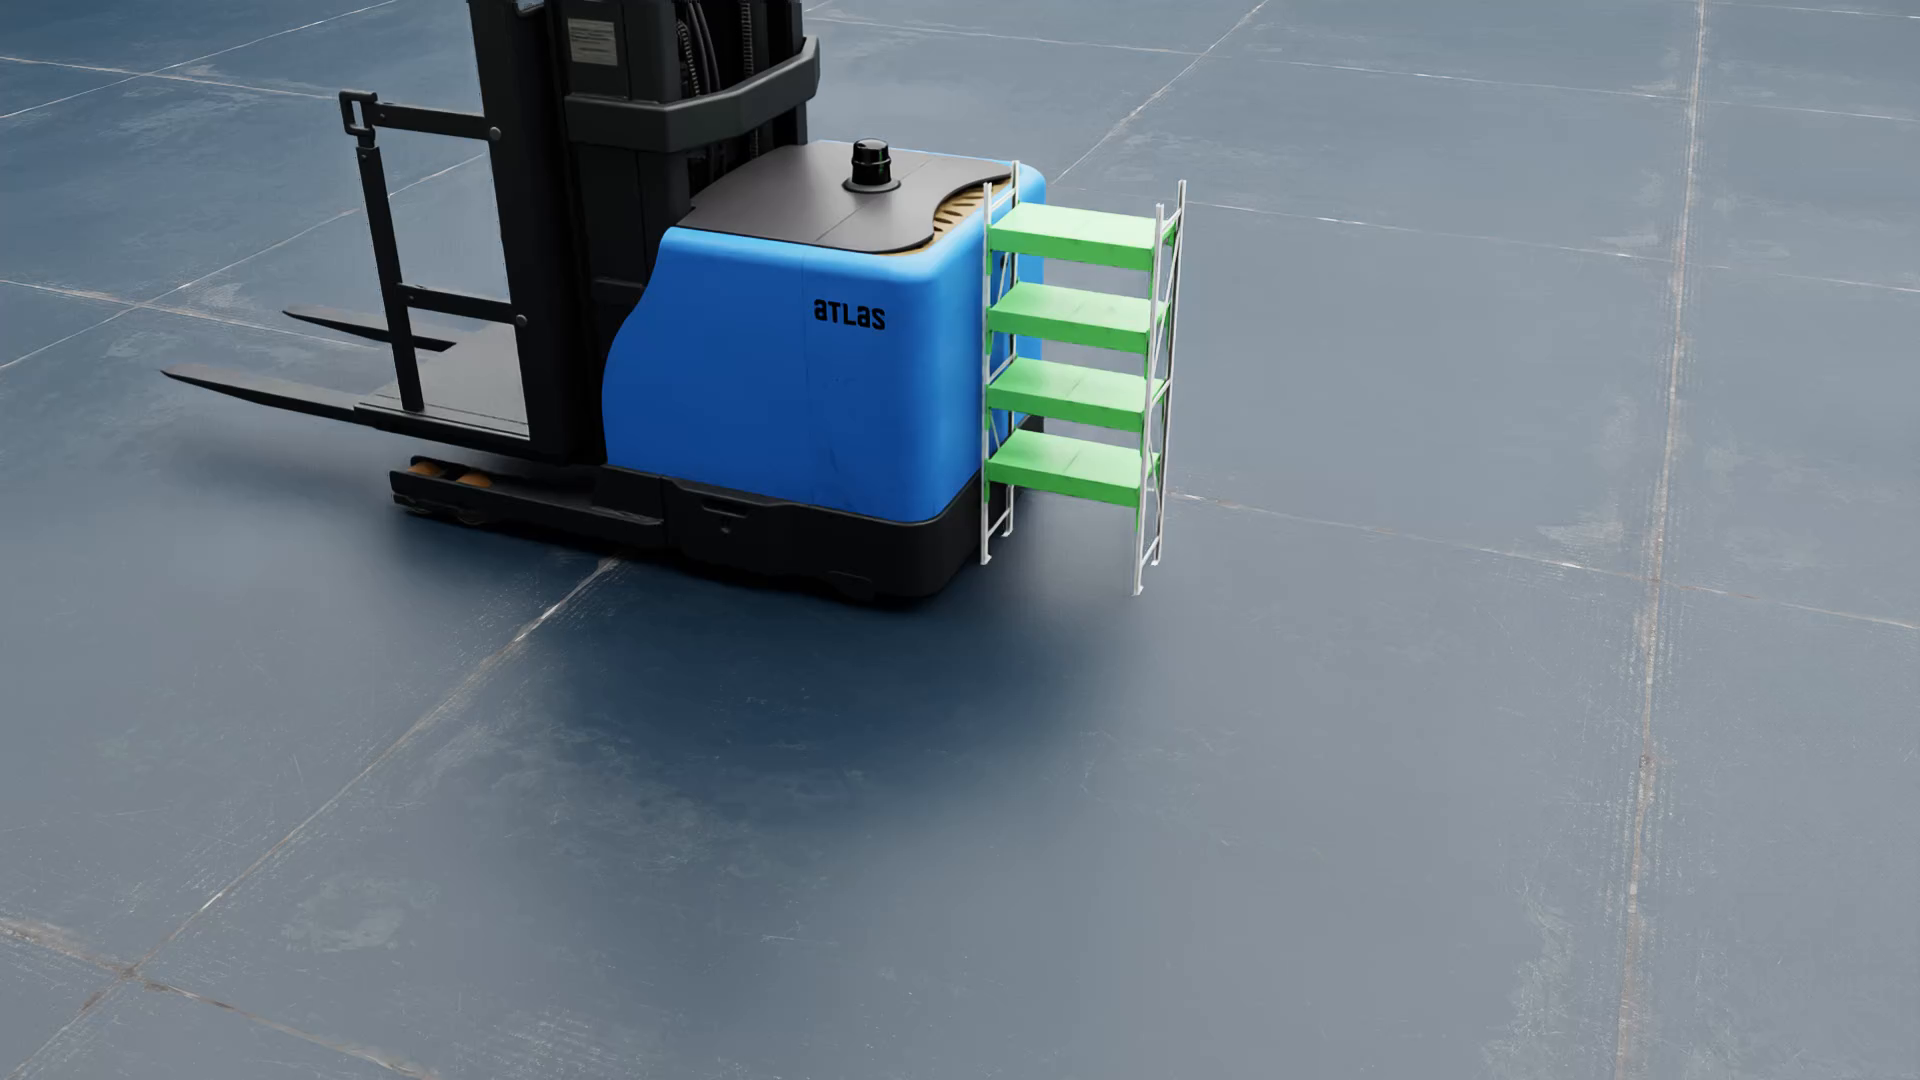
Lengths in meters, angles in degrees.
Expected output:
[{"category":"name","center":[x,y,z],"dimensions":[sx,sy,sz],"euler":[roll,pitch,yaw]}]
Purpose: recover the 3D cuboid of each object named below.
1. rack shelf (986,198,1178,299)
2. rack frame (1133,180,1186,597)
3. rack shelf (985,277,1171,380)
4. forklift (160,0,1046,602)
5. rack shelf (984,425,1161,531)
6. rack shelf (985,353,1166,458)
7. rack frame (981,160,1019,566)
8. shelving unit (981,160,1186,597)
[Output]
[{"category":"rack shelf","center":[0.341,-0.816,4.629],"dimensions":[0.480,0.148,0.258],"euler":[11,31,19]},{"category":"rack frame","center":[0.567,-0.409,4.754],"dimensions":[0.015,1.200,0.240],"euler":[11,31,19]},{"category":"rack shelf","center":[0.341,-0.607,4.747],"dimensions":[0.480,0.148,0.258],"euler":[11,31,19]},{"category":"forklift","center":[-1.290,-1.550,5.014],"dimensions":[3.031,2.935,1.130],"euler":[11,31,19]},{"category":"rack shelf","center":[0.341,-0.190,4.984],"dimensions":[0.480,0.148,0.258],"euler":[11,31,19]},{"category":"rack shelf","center":[0.341,-0.398,4.866],"dimensions":[0.480,0.148,0.258],"euler":[11,31,19]},{"category":"rack frame","center":[0.115,-0.499,4.914],"dimensions":[0.015,1.200,0.240],"euler":[11,31,19]},{"category":"shelving unit","center":[0.341,-0.454,4.834],"dimensions":[0.503,1.200,0.258],"euler":[11,31,19]}]
